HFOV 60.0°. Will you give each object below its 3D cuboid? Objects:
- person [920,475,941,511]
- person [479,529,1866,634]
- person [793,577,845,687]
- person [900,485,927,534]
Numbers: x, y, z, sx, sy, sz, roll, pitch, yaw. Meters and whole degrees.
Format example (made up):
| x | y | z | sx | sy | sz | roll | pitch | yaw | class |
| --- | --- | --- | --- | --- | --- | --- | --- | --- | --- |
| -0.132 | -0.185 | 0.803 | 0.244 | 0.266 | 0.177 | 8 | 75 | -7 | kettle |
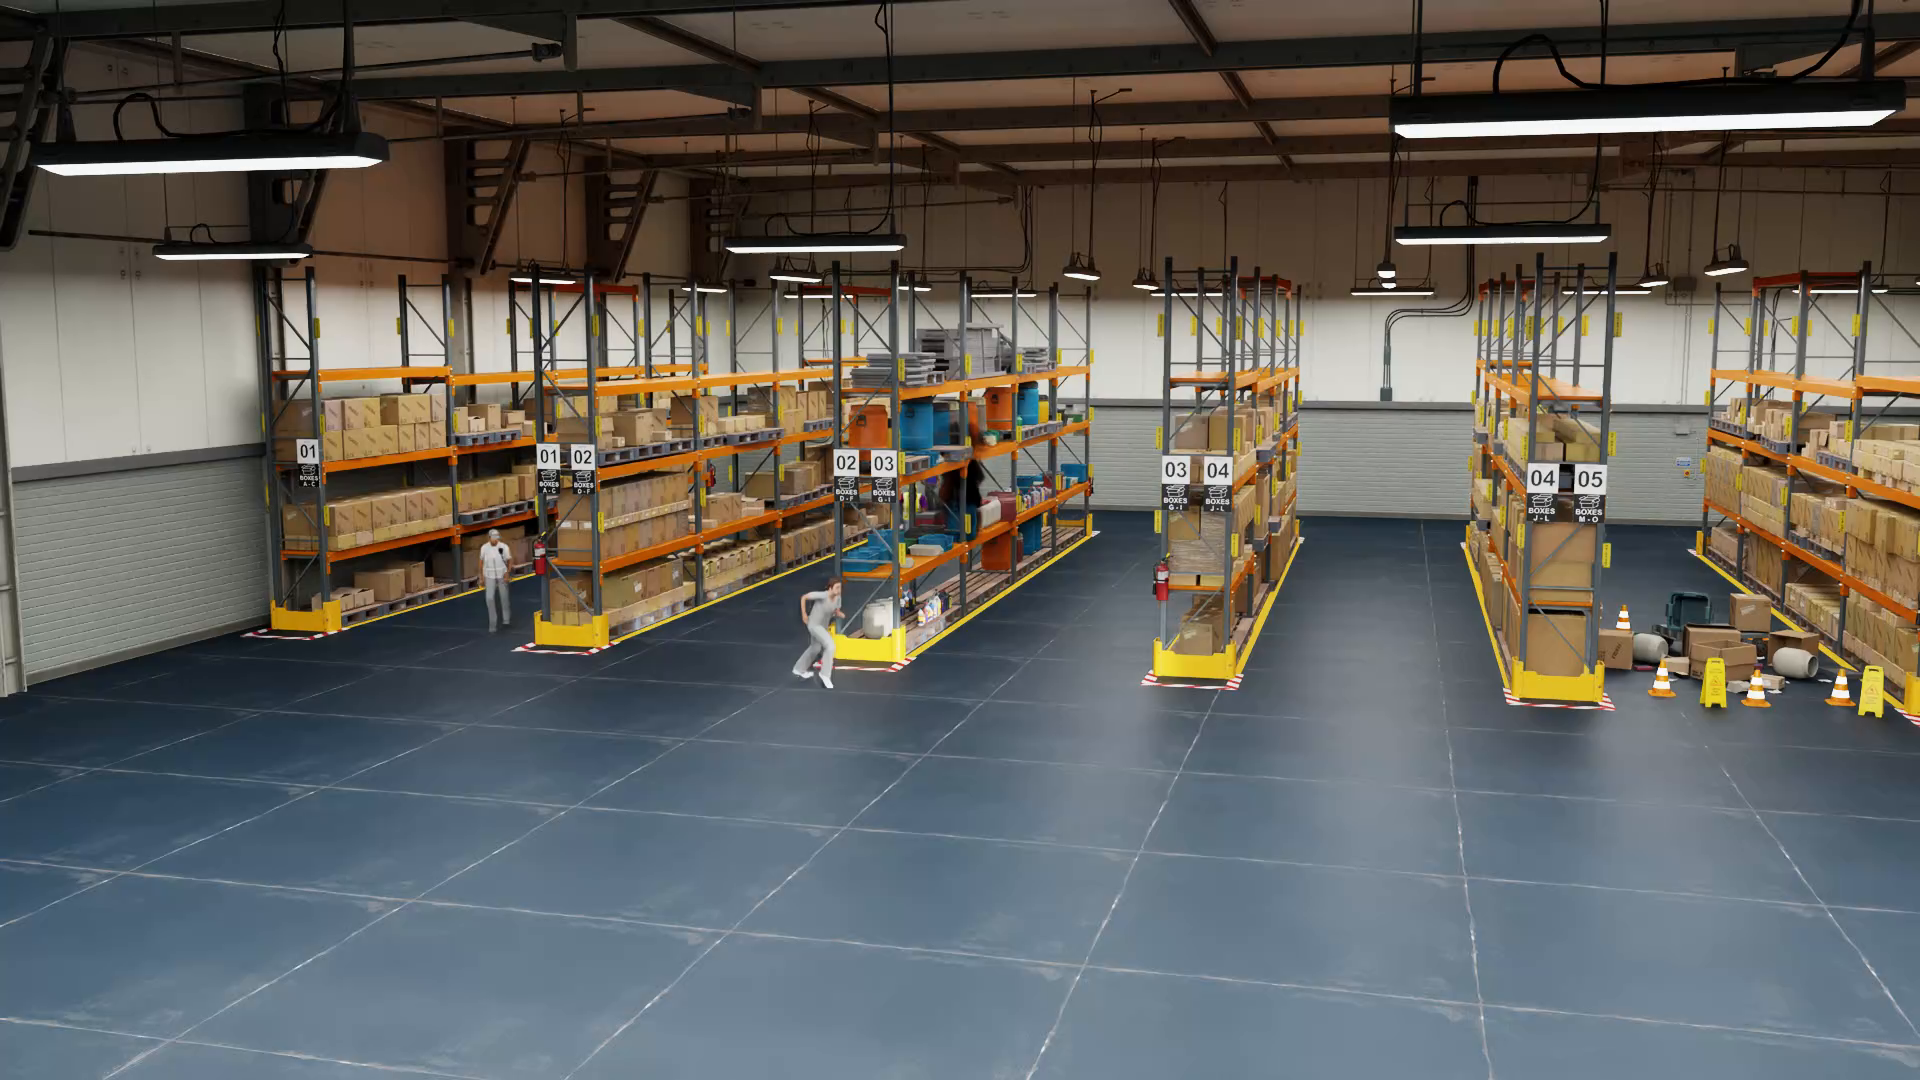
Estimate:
| x | y | z | sx | sy | sz | roll | pitch | yaw | class |
| --- | --- | --- | --- | --- | --- | --- | --- | --- | --- |
| -0.763 | -1.249 | 43.061 | 0.574 | 1.680 | 0.684 | -2 | 7 | -14 | person |
| 2.922 | 0.743 | 26.096 | 20.642 | 1.957 | 8.381 | -2 | 7 | -12 | person |
| -2.015 | 1.289 | 23.411 | 0.954 | 1.600 | 0.603 | 6 | 9 | 37 | person |
| -1.062 | -0.416 | 36.221 | 0.690 | 1.681 | 0.713 | 0 | 7 | -3 | person |
